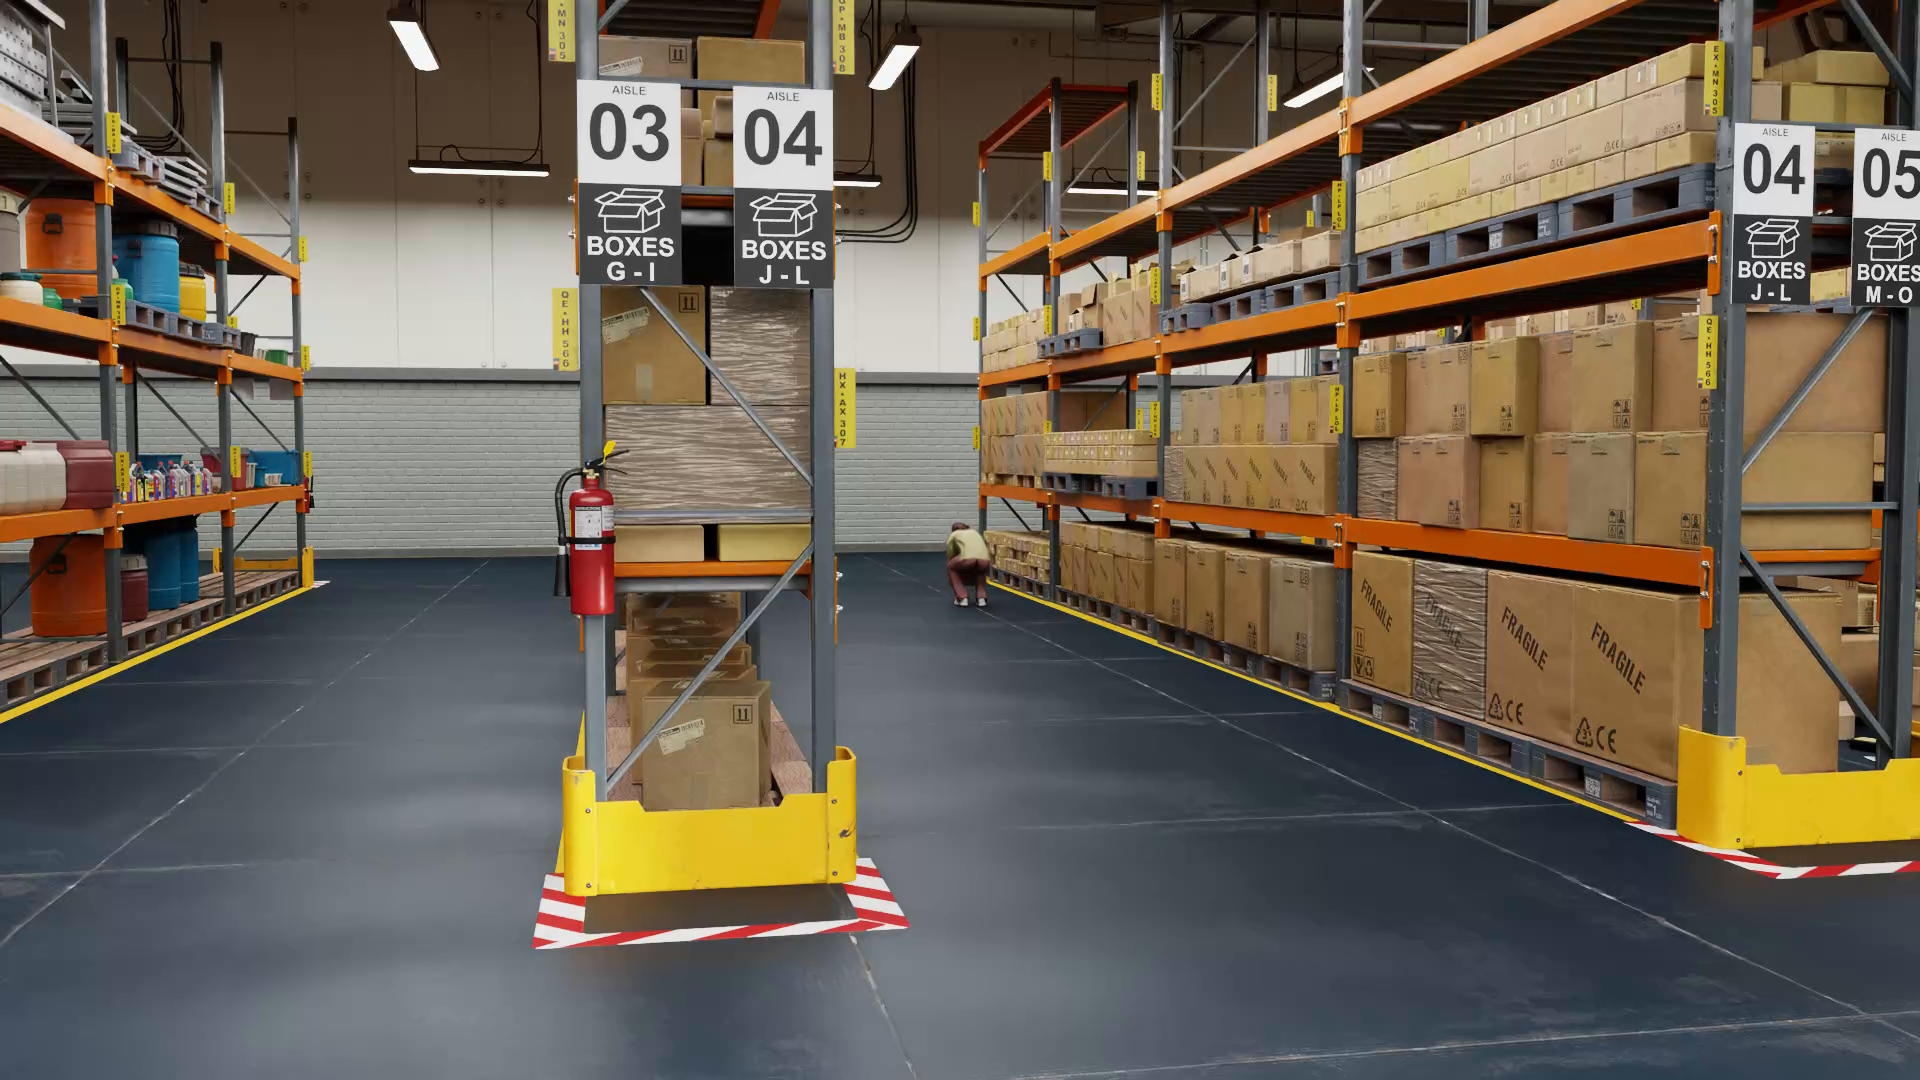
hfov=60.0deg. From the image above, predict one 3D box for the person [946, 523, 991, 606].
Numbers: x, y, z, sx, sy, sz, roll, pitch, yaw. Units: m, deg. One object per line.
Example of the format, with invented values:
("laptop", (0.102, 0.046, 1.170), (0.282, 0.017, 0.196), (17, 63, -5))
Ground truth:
("person", (0.092, 0.278, 18.963), (0.458, 0.928, 0.823), (-1, 3, -13))
